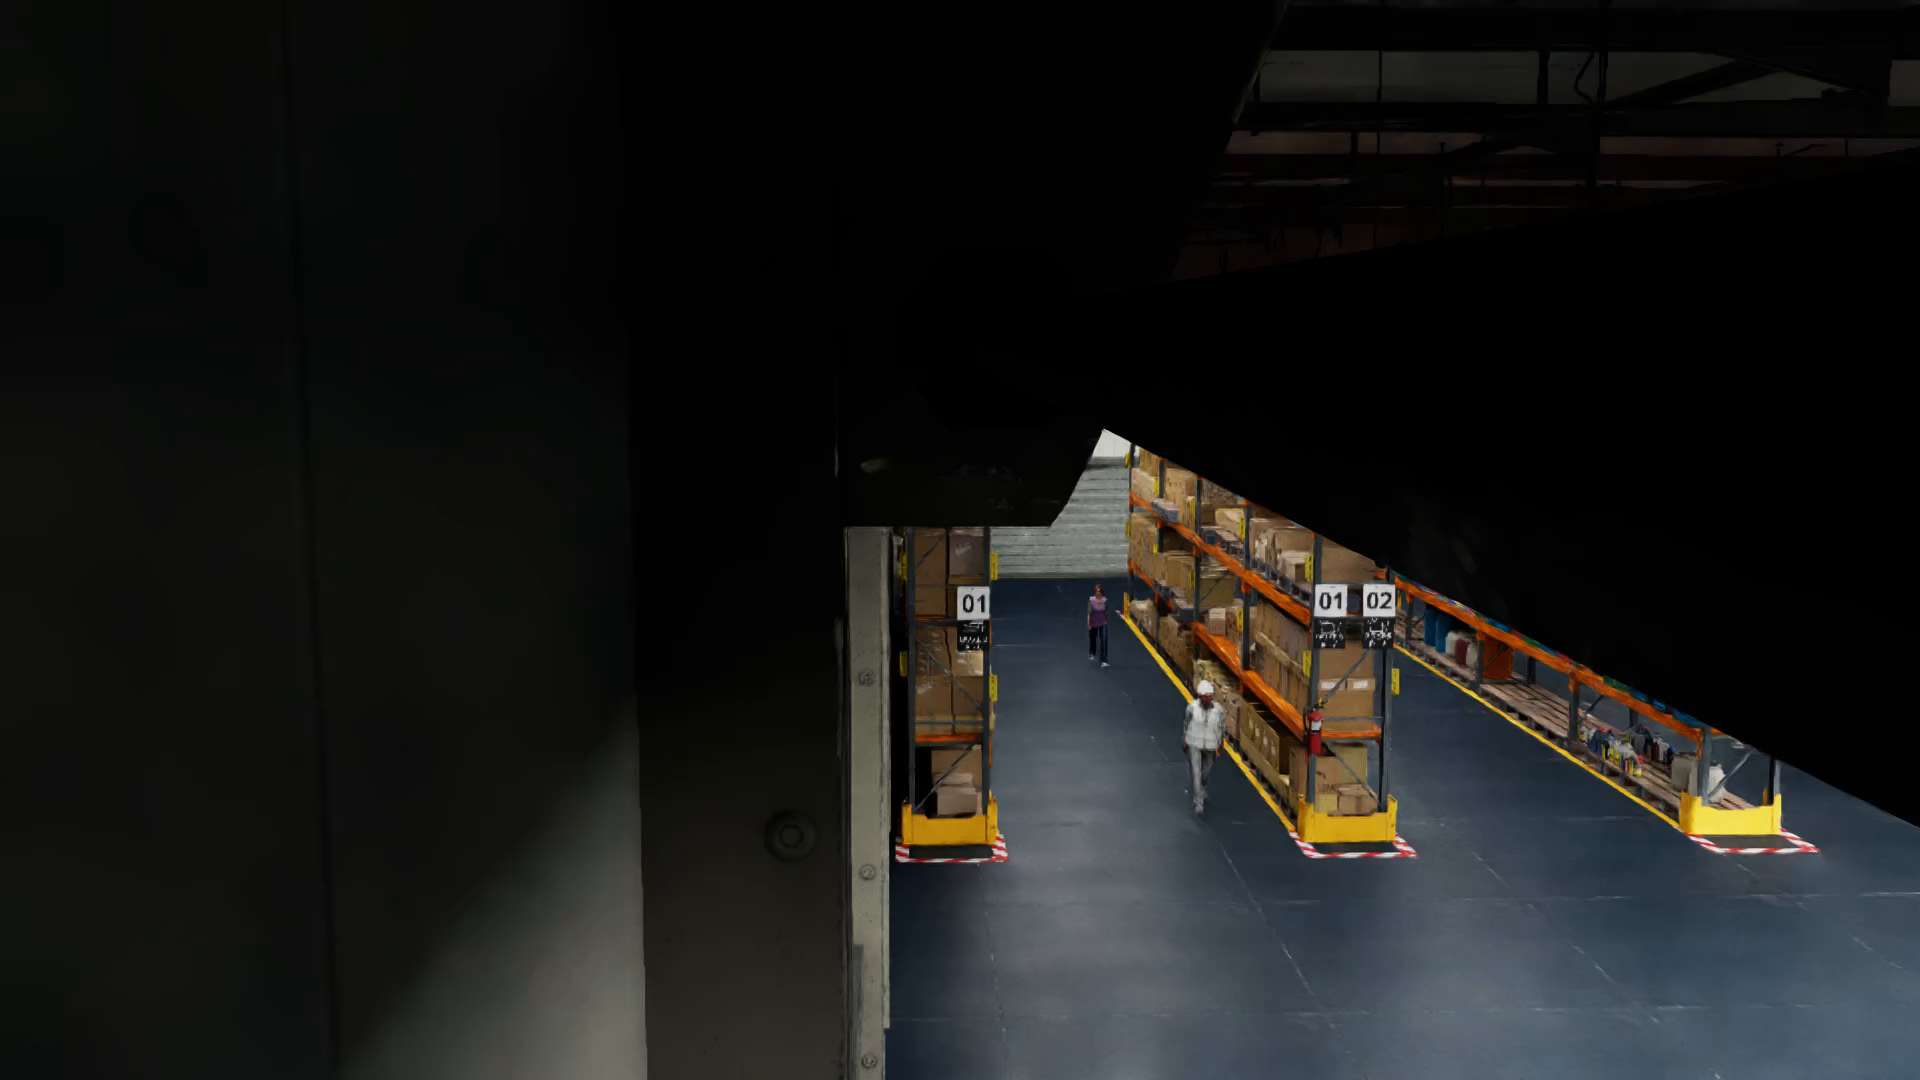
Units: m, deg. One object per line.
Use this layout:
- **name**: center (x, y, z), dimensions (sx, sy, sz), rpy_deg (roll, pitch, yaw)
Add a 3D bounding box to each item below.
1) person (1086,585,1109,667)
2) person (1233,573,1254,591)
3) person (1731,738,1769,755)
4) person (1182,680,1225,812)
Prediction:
- **person**: center (2.577, 1.574, 31.211), dimensions (0.417, 1.517, 1.037), rpy_deg (0, 7, 0)
- **person**: center (6.716, 0.393, 39.772), dimensions (0.524, 1.719, 0.730), rpy_deg (7, 10, 42)
- **person**: center (11.884, 2.305, 24.811), dimensions (0.670, 1.729, 0.698), rpy_deg (-1, 7, -10)
- **person**: center (3.230, 2.676, 21.944), dimensions (0.543, 1.700, 1.119), rpy_deg (-1, 7, -4)
